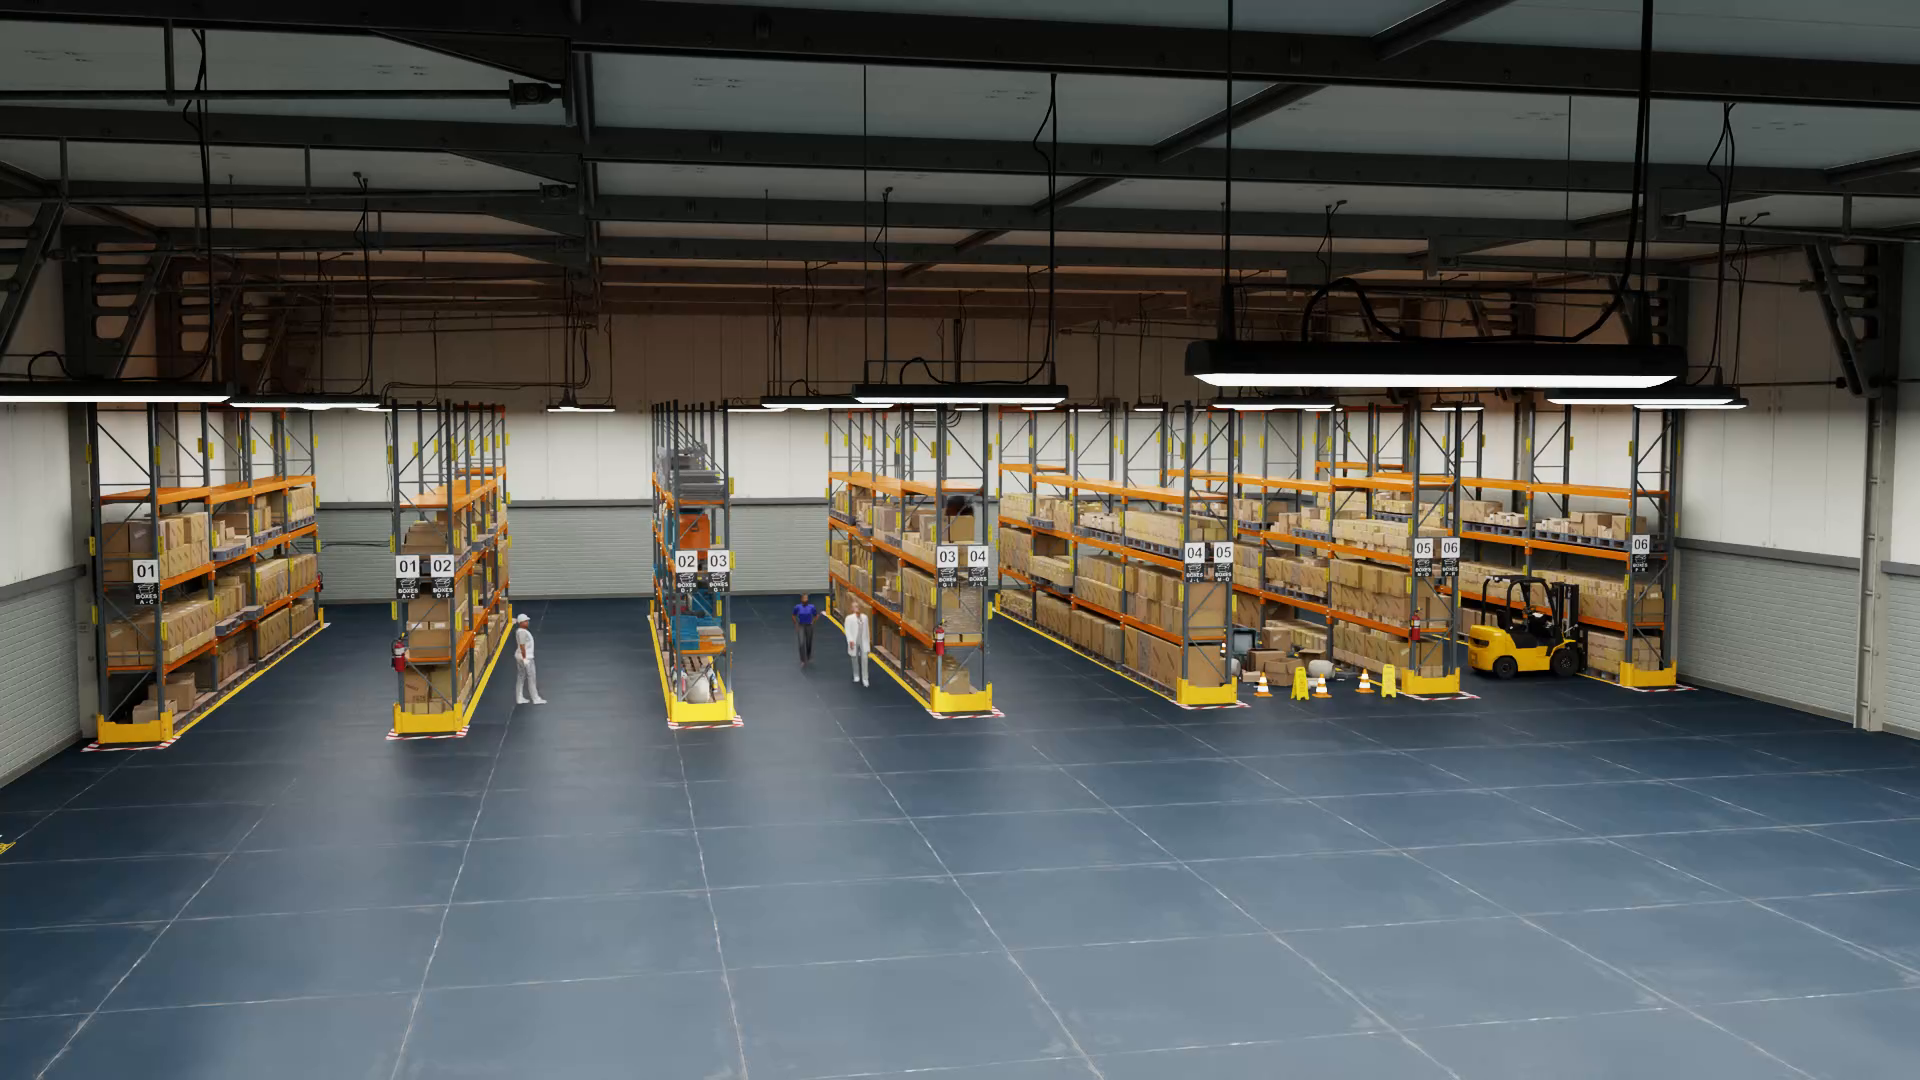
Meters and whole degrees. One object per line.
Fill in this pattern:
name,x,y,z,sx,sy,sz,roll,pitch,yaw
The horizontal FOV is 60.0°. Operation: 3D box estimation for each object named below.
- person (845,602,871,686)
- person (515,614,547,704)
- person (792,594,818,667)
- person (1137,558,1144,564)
person,-2.158,2.184,35.217,0.571,1.706,1.105,0,4,-6
person,-8.528,2.346,32.943,0.569,1.783,0.575,-3,5,-32
person,-3.552,2.063,38.134,0.615,1.684,0.744,0,4,-5
person,4.947,1.352,46.265,0.626,1.782,0.584,-1,5,-18
